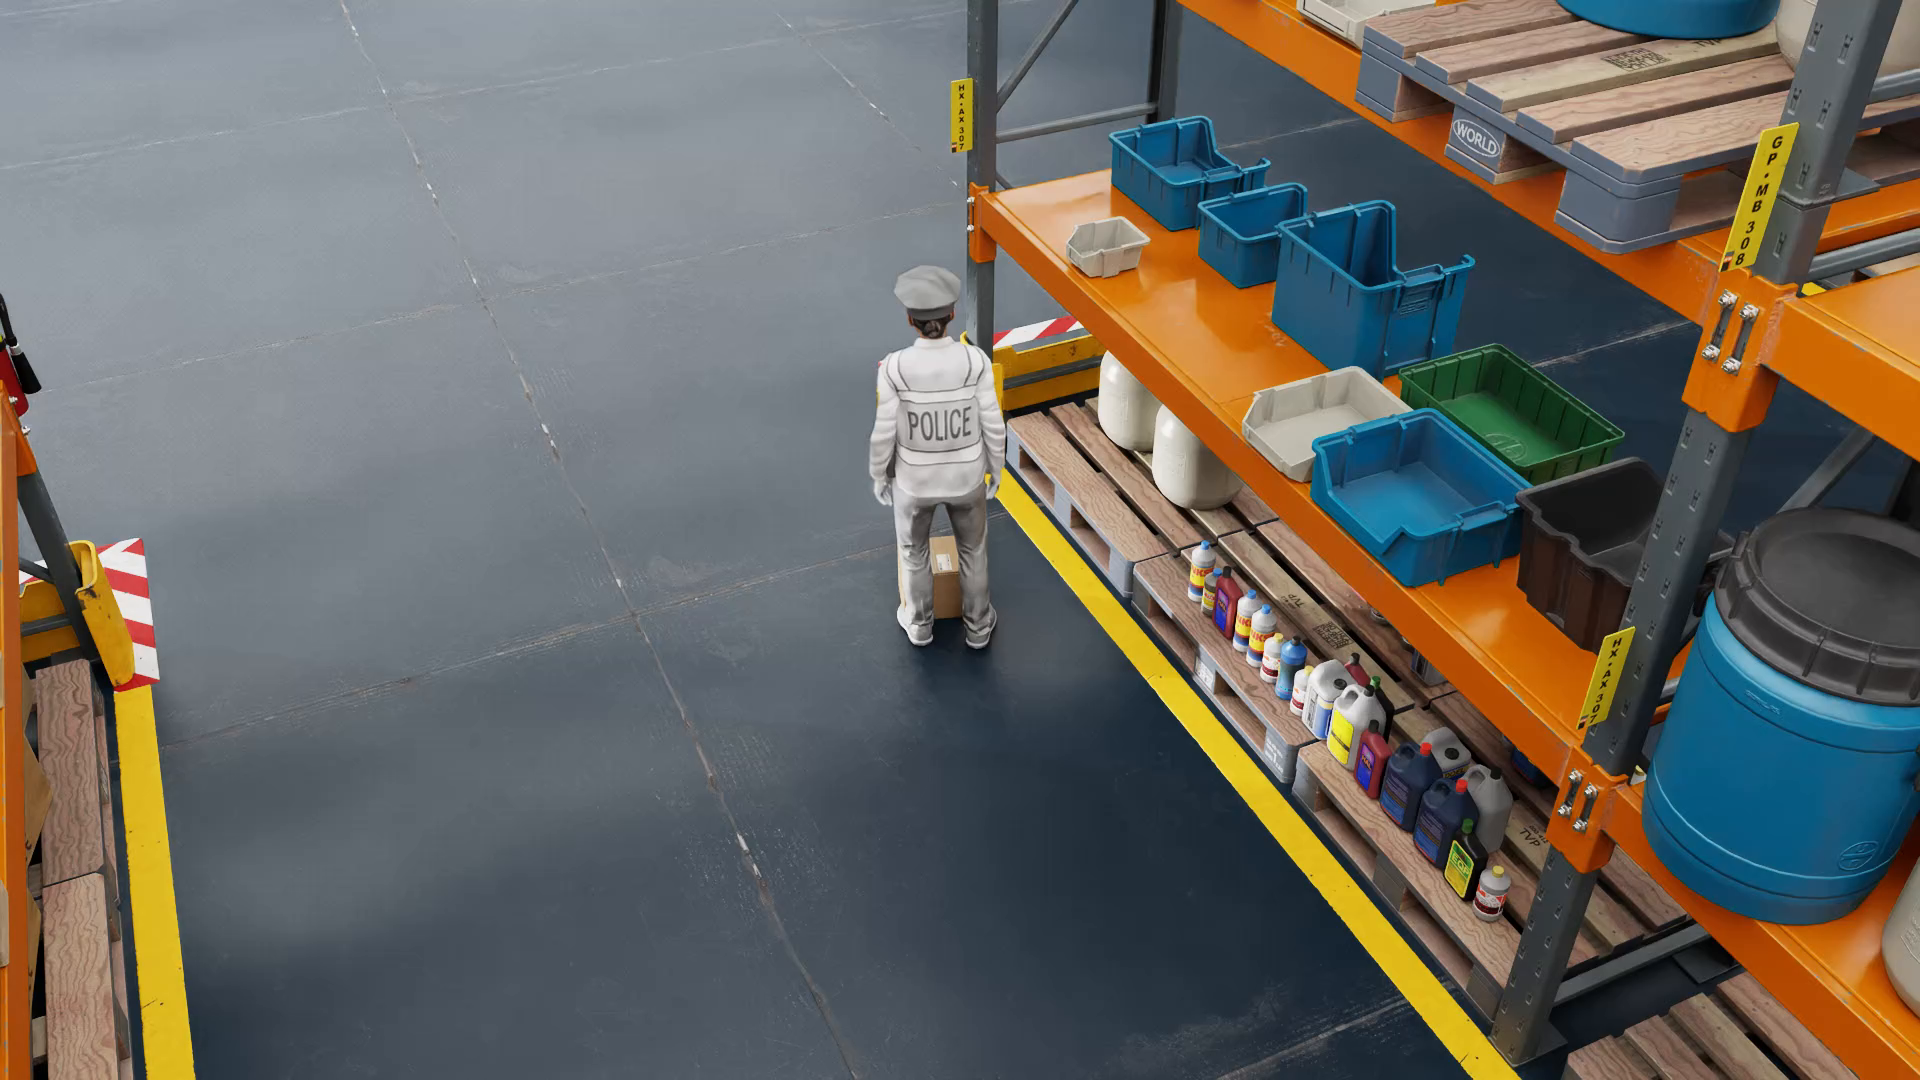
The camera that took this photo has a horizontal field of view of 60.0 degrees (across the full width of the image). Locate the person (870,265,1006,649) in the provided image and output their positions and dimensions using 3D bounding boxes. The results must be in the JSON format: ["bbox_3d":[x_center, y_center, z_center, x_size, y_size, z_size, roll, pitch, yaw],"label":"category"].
[{"bbox_3d":[-0.088,-0.261,6.489,0.525,1.663,0.410,-4,38,-5],"label":"person"}]
